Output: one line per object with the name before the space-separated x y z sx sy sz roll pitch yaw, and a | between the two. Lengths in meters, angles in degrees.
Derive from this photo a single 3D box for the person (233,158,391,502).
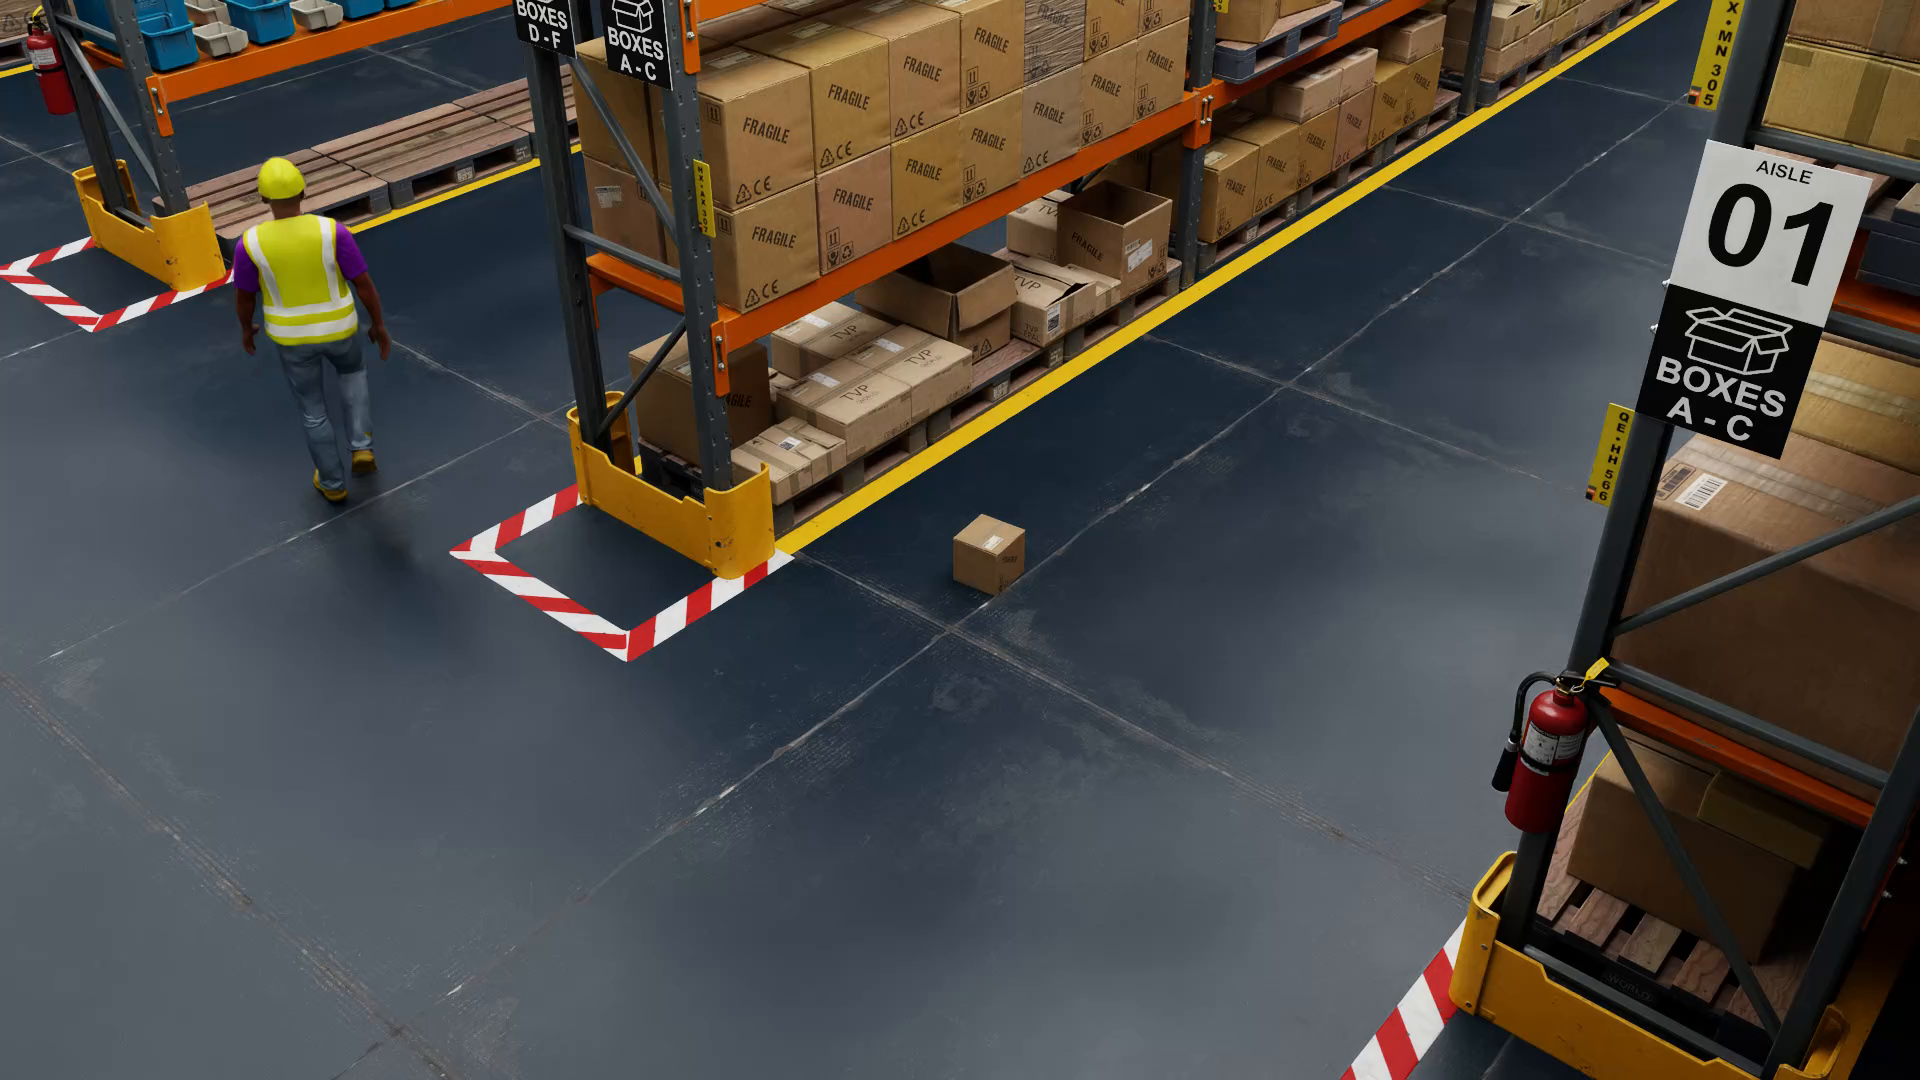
person | -3.209 -1.040 8.253 0.673 1.793 0.484 -15 37 -20
